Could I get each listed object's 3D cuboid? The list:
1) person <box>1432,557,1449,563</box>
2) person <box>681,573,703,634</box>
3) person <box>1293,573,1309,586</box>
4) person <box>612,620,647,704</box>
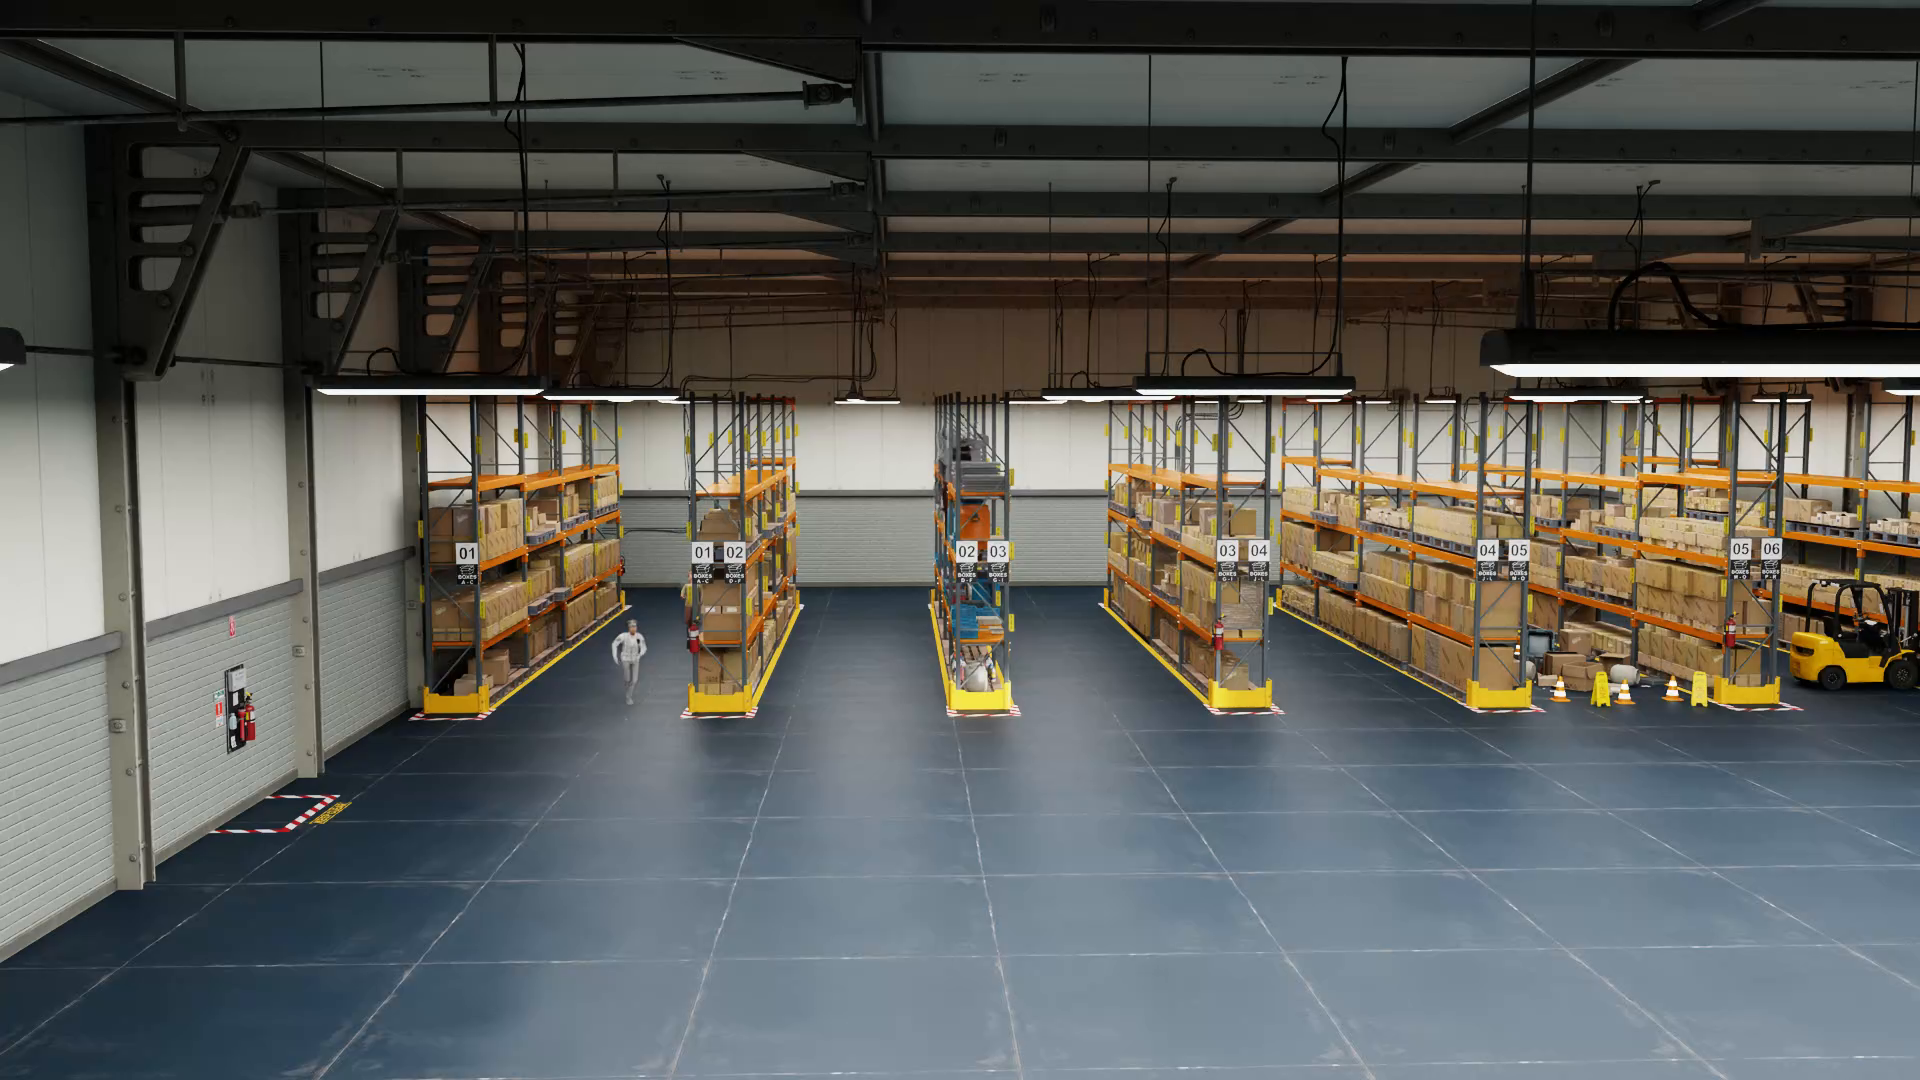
[{"bbox_3d":[14.420,0.851,49.968,0.679,1.741,0.658,-2,5,-19],"label":"person"},{"bbox_3d":[-6.585,1.627,40.975,0.588,1.628,0.758,-1,5,-6],"label":"person"},{"bbox_3d":[10.149,0.942,49.500,0.829,1.616,0.523,-3,6,-35],"label":"person"},{"bbox_3d":[-6.383,2.348,32.158,0.653,1.650,0.647,-2,5,-20],"label":"person"}]
